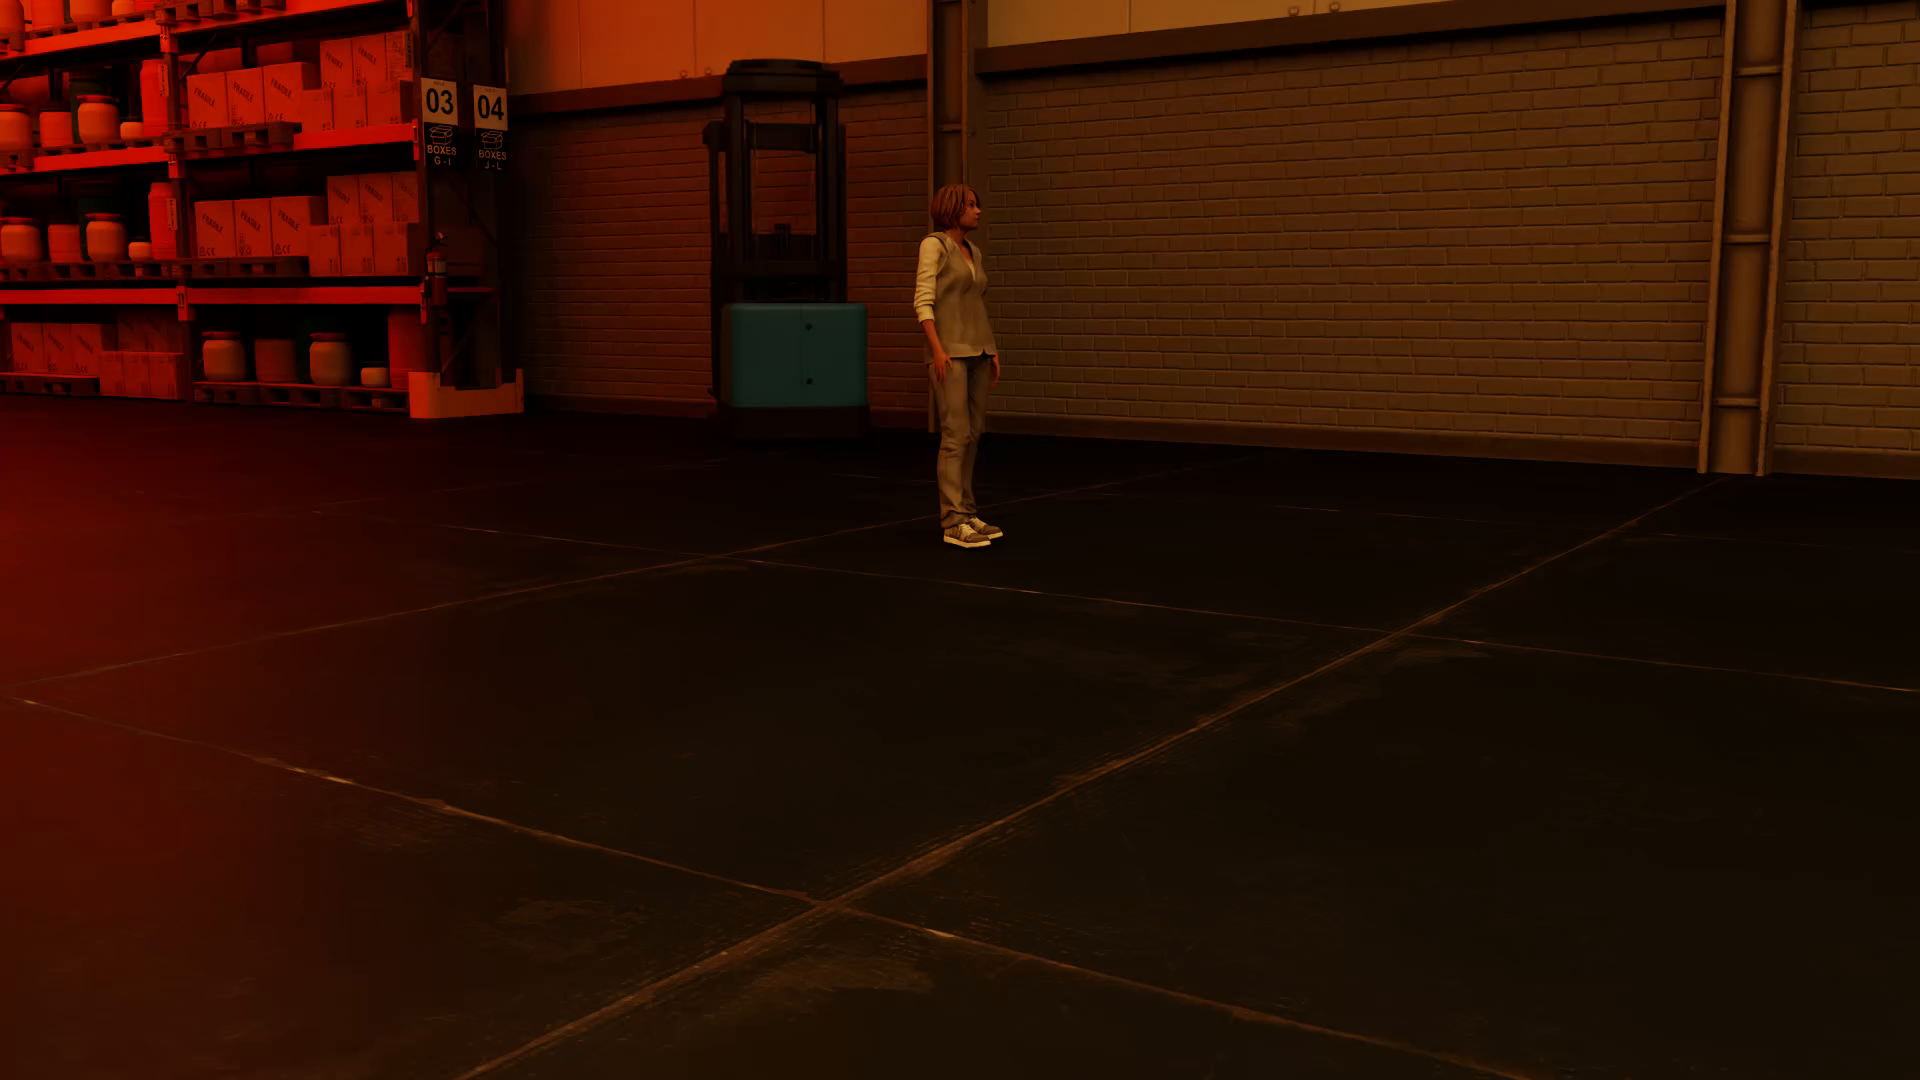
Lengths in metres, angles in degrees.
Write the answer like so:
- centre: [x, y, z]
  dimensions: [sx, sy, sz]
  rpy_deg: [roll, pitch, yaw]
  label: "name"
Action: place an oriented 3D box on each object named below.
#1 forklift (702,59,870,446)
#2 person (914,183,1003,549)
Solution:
- centre: [-1.513, -2.338, 13.638]
  dimensions: [1.130, 2.935, 3.031]
  rpy_deg: [-2, 8, -13]
  label: "forklift"
- centre: [0.053, -0.791, 7.438]
  dimensions: [0.475, 1.597, 0.520]
  rpy_deg: [5, 10, 34]
  label: "person"
